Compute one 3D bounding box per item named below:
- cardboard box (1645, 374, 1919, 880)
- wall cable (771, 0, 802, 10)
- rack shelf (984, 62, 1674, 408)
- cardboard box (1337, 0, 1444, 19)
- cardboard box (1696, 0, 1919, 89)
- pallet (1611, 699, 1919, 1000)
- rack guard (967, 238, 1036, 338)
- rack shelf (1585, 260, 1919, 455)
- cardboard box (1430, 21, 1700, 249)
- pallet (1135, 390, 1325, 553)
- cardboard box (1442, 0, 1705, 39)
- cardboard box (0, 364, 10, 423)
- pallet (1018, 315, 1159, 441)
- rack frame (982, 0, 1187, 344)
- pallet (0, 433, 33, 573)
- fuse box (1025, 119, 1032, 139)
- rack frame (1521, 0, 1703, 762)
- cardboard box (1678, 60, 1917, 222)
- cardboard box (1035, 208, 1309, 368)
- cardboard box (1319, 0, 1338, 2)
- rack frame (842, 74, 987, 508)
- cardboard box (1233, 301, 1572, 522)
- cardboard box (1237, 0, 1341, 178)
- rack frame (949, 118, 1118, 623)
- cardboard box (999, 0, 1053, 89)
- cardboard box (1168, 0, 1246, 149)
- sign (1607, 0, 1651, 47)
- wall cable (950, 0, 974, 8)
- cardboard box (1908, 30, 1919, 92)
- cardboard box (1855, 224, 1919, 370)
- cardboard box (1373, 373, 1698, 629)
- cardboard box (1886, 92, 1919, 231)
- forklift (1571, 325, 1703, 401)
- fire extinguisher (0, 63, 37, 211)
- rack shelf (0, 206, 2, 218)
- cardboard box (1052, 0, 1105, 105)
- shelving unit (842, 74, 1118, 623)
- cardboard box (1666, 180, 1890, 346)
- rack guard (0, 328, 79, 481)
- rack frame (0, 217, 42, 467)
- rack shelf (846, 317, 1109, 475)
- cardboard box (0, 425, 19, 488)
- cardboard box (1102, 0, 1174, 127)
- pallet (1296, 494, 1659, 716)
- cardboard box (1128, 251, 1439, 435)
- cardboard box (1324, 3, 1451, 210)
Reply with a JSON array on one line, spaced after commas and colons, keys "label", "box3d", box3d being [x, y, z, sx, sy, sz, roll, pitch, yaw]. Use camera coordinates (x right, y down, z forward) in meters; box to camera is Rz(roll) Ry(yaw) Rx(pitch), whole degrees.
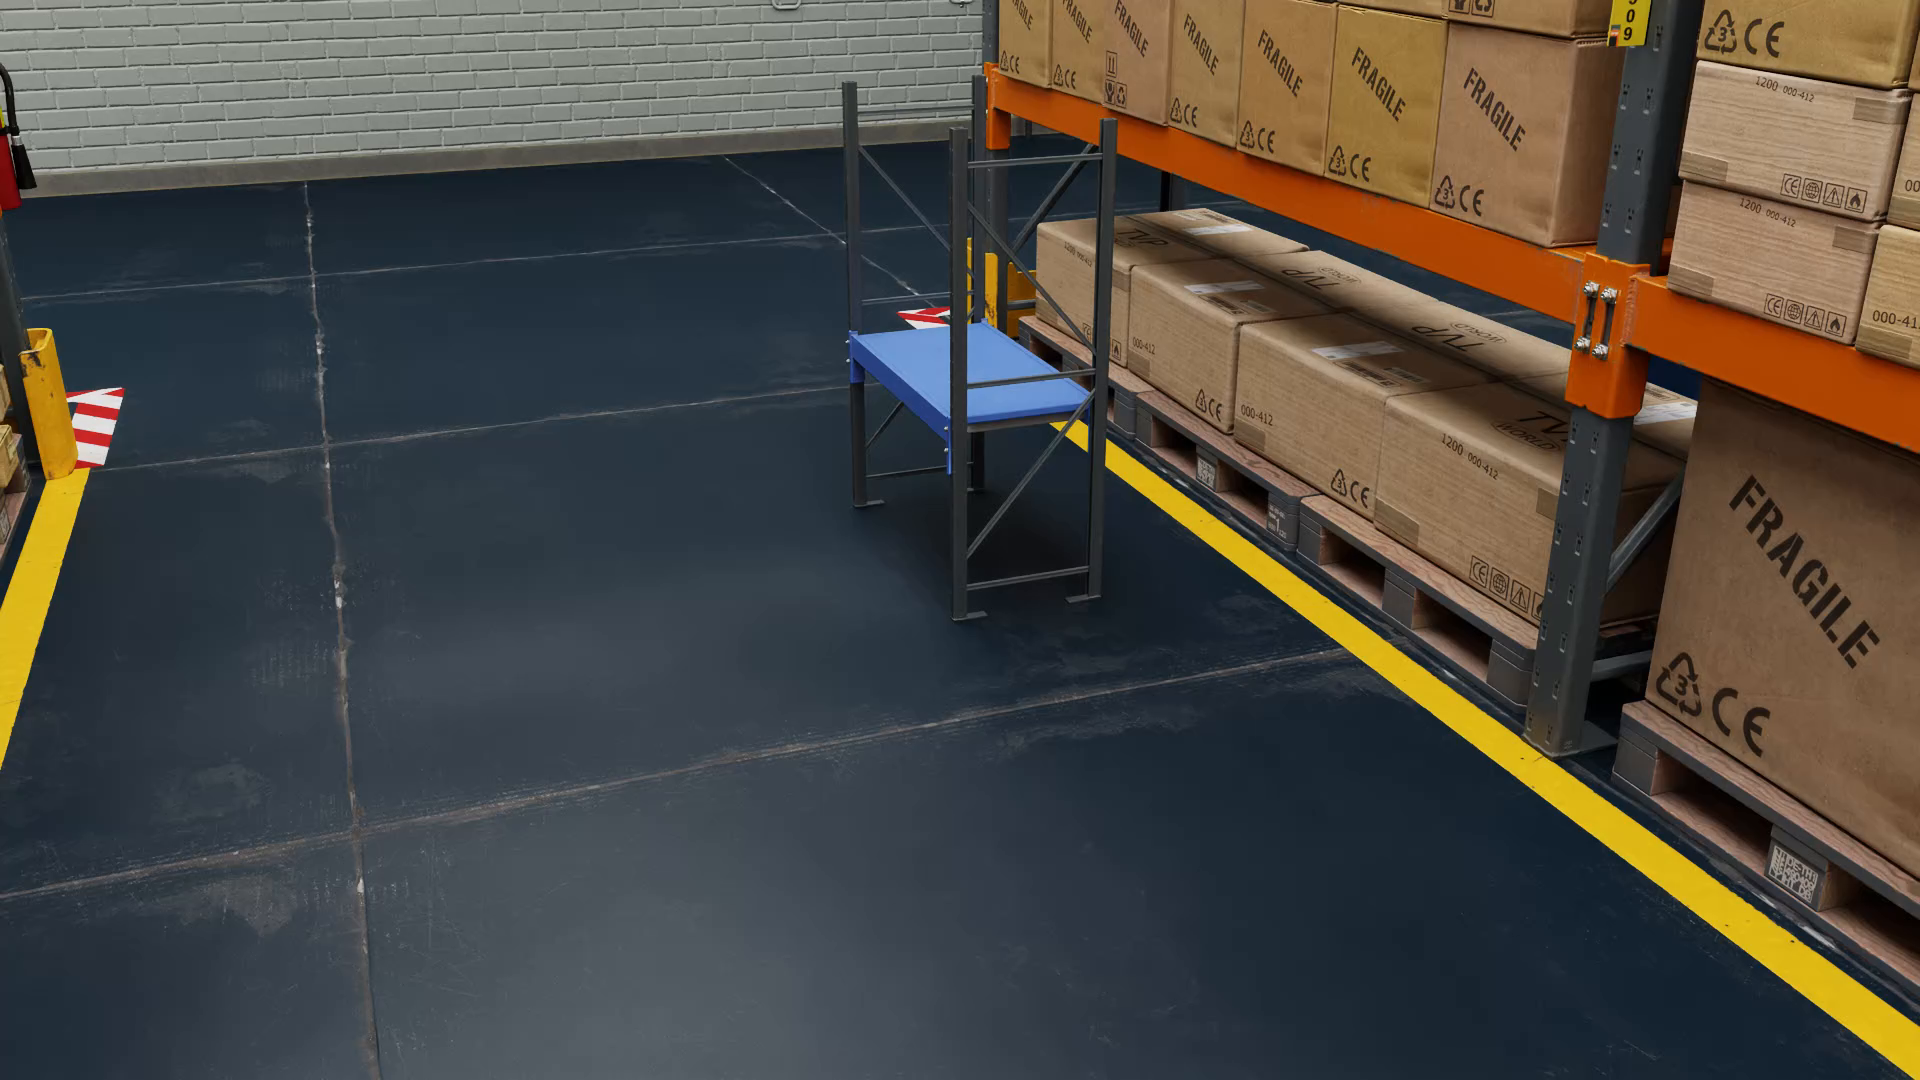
[{"label": "cardboard box", "box3d": [2.293, 0.109, 3.824, 0.875, 0.875, 0.875, -8, 24, -17]}, {"label": "wall cable", "box3d": [-1.428, -4.872, 12.100, 0.585, 1.953, 0.123, -8, 24, -19]}, {"label": "rack shelf", "box3d": [1.293, -1.286, 5.865, 1.077, 0.370, 4.000, -8, 24, -19]}, {"label": "cardboard box", "box3d": [1.402, -1.717, 4.545, 0.500, 0.500, 0.500, -9, 24, -20]}, {"label": "cardboard box", "box3d": [1.886, -1.198, 3.315, 0.500, 0.500, 0.500, -8, 24, -18]}, {"label": "pallet", "box3d": [2.342, 0.664, 3.902, 1.003, 0.211, 1.213, -8, 24, -19]}, {"label": "rack guard", "box3d": [0.578, -1.201, 7.956, 1.175, 0.500, 0.348, -8, 24, -19]}, {"label": "rack shelf", "box3d": [2.706, 0.167, 2.417, 1.077, 0.370, 4.000, -8, 24, -19]}, {"label": "cardboard box", "box3d": [1.596, -1.070, 4.299, 0.500, 0.500, 0.500, -8, 24, -19]}, {"label": "pallet", "box3d": [1.369, -0.337, 6.278, 1.003, 0.211, 1.213, -8, 24, -19]}, {"label": "cardboard box", "box3d": [1.574, -1.531, 4.105, 0.500, 0.500, 0.500, -9, 24, -19]}, {"label": "cardboard box", "box3d": [-3.556, -0.493, 5.804, 0.380, 0.149, 0.250, -9, 24, -20]}, {"label": "pallet", "box3d": [0.942, -0.779, 7.328, 1.003, 0.211, 1.213, -8, 24, -19]}, {"label": "rack frame", "box3d": [0.586, -2.344, 7.450, 1.000, 3.000, 0.127, -8, 24, -19]}, {"label": "pallet", "box3d": [-3.728, -0.016, 5.515, 1.003, 0.211, 1.213, -8, 24, -19]}, {"label": "fuse box", "box3d": [0.589, -4.031, 13.111, 0.539, 1.711, 0.414, -8, 24, -19]}, {"label": "rack frame", "box3d": [1.999, -0.891, 4.001, 1.000, 3.000, 0.127, -8, 24, -19]}, {"label": "cardboard box", "box3d": [1.891, -0.854, 3.462, 0.500, 0.250, 0.500, -9, 24, -21]}, {"label": "cardboard box", "box3d": [0.913, -1.131, 7.329, 0.875, 0.438, 0.875, -9, 25, -21]}, {"label": "cardboard box", "box3d": [1.214, -1.900, 4.981, 0.500, 0.500, 0.500, -8, 24, -18]}, {"label": "rack frame", "box3d": [-0.149, -0.845, 5.823, 0.500, 1.500, 0.032, -8, 24, -19]}, {"label": "cardboard box", "box3d": [1.561, -0.472, 5.765, 0.875, 0.438, 0.875, -9, 25, -21]}, {"label": "cardboard box", "box3d": [1.218, -1.437, 5.169, 0.500, 0.500, 0.500, -9, 24, -20]}, {"label": "rack frame", "box3d": [0.210, -0.475, 4.947, 0.500, 1.500, 0.032, -8, 24, -19]}, {"label": "cardboard box", "box3d": [0.487, -2.176, 6.923, 0.500, 0.500, 0.500, -9, 24, -19]}, {"label": "cardboard box", "box3d": [1.047, -1.630, 5.625, 0.500, 0.500, 0.500, -8, 24, -17]}, {"label": "sign", "box3d": [1.480, -1.250, 3.636, 0.100, 0.325, 0.005, -8, 24, -19]}, {"label": "wall cable", "box3d": [-0.105, -5.057, 12.578, 0.588, 1.984, 0.122, -8, 24, -19]}, {"label": "cardboard box", "box3d": [2.091, -1.017, 2.885, 0.500, 0.500, 0.500, -8, 24, -19]}, {"label": "cardboard box", "box3d": [2.092, -0.438, 3.120, 0.500, 0.250, 0.500, -9, 24, -20]}, {"label": "cardboard box", "box3d": [1.878, -0.147, 4.994, 0.875, 0.438, 0.875, -9, 24, -20]}, {"label": "cardboard box", "box3d": [2.101, -0.668, 3.022, 0.500, 0.250, 0.500, -8, 24, -18]}, {"label": "forklift", "box3d": [3.322, -1.253, 4.948, 1.130, 2.935, 3.031, -8, 24, -17]}, {"label": "fire extinguisher", "box3d": [-3.666, -1.576, 6.206, 0.296, 0.674, 0.183, -8, 24, -19]}, {"label": "rack shelf", "box3d": [-3.303, -0.570, 4.167, 1.077, 0.370, 4.000, -8, 24, -19]}, {"label": "cardboard box", "box3d": [0.692, -1.997, 6.496, 0.500, 0.500, 0.500, -9, 24, -20]}, {"label": "shelving unit", "box3d": [0.030, -0.660, 5.385, 0.538, 1.500, 1.048, -8, 24, -19]}, {"label": "cardboard box", "box3d": [1.908, -0.626, 3.565, 0.500, 0.250, 0.500, -9, 24, -20]}, {"label": "rack guard", "box3d": [-3.982, -0.449, 6.171, 1.175, 0.500, 0.348, -8, 24, -19]}, {"label": "rack frame", "box3d": [-4.009, -1.628, 5.751, 1.000, 3.000, 0.127, -8, 24, -19]}, {"label": "rack shelf", "box3d": [0.030, -0.494, 5.455, 0.538, 0.185, 1.000, -8, 24, -19]}, {"label": "cardboard box", "box3d": [-3.443, -0.266, 5.649, 0.380, 0.149, 0.250, -8, 24, -17]}, {"label": "cardboard box", "box3d": [0.855, -1.809, 6.052, 0.500, 0.500, 0.500, -8, 24, -19]}, {"label": "pallet", "box3d": [1.804, 0.107, 5.224, 1.003, 0.211, 1.213, -8, 24, -19]}, {"label": "cardboard box", "box3d": [1.244, -0.800, 6.543, 0.875, 0.438, 0.875, -8, 24, -18]}, {"label": "cardboard box", "box3d": [1.409, -1.257, 4.740, 0.500, 0.500, 0.500, -9, 24, -20]}]
